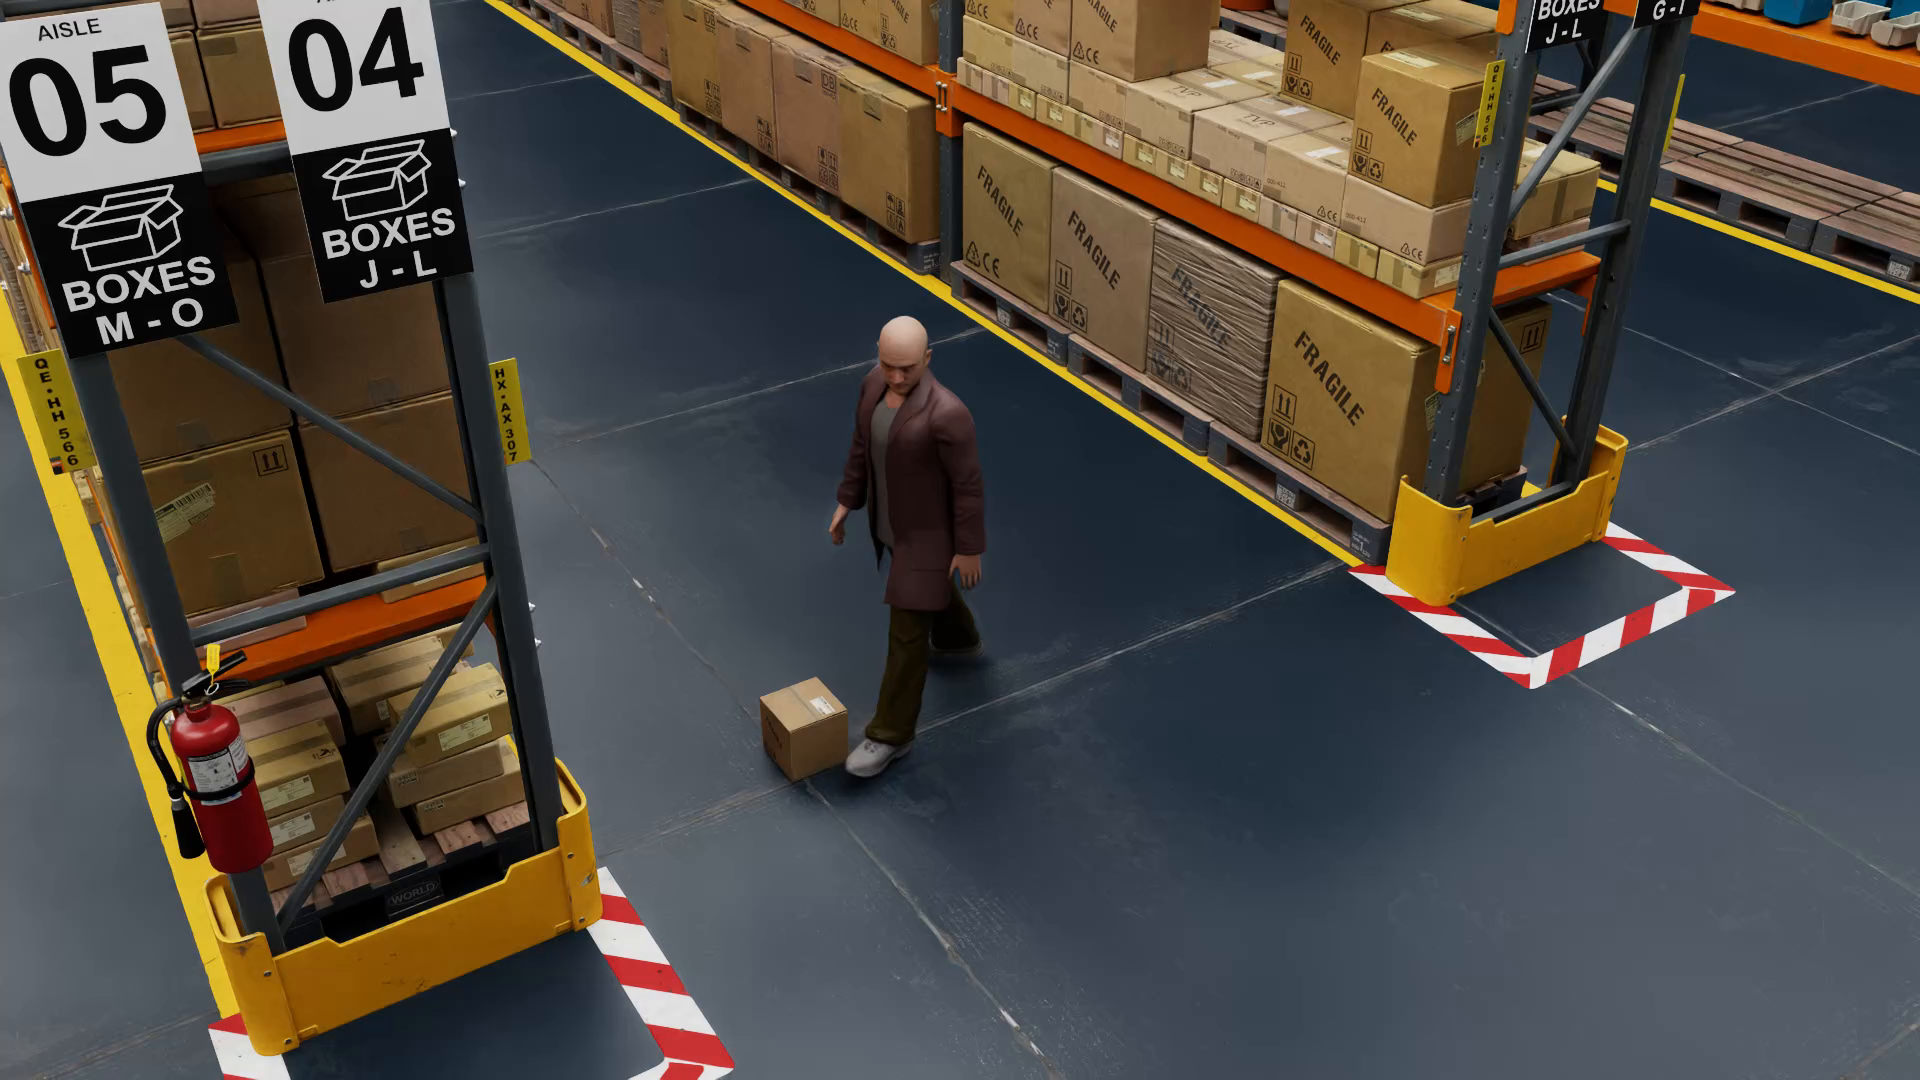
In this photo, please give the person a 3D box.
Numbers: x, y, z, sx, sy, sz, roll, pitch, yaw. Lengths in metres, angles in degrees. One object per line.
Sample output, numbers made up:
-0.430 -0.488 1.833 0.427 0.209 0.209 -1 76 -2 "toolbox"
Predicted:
-0.211 -0.054 6.255 0.901 1.761 0.697 -20 37 -28 "person"
